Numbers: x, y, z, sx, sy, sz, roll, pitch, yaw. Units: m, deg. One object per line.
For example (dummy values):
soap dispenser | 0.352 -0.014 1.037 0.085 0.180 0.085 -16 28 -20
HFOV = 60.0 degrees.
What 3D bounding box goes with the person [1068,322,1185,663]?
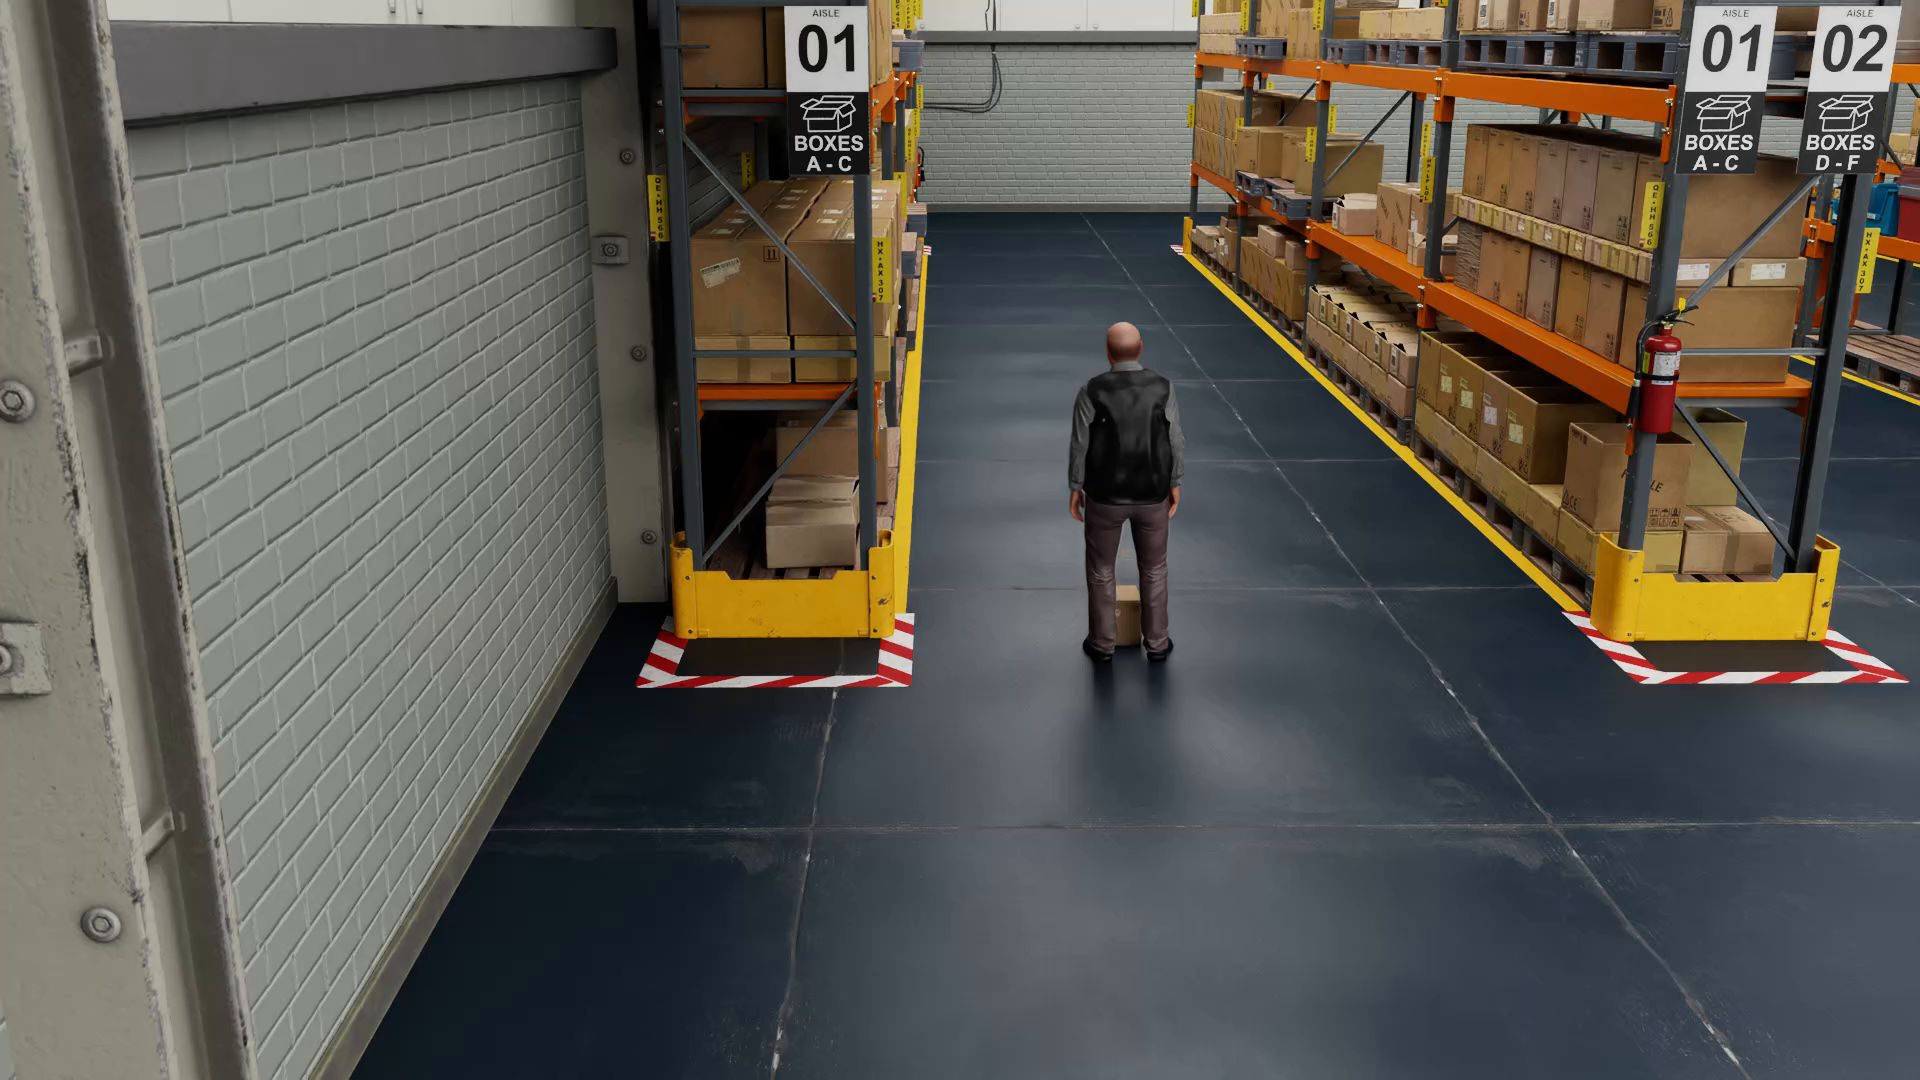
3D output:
person | 0.828 -0.221 8.309 0.586 1.720 0.421 -1 17 -4
